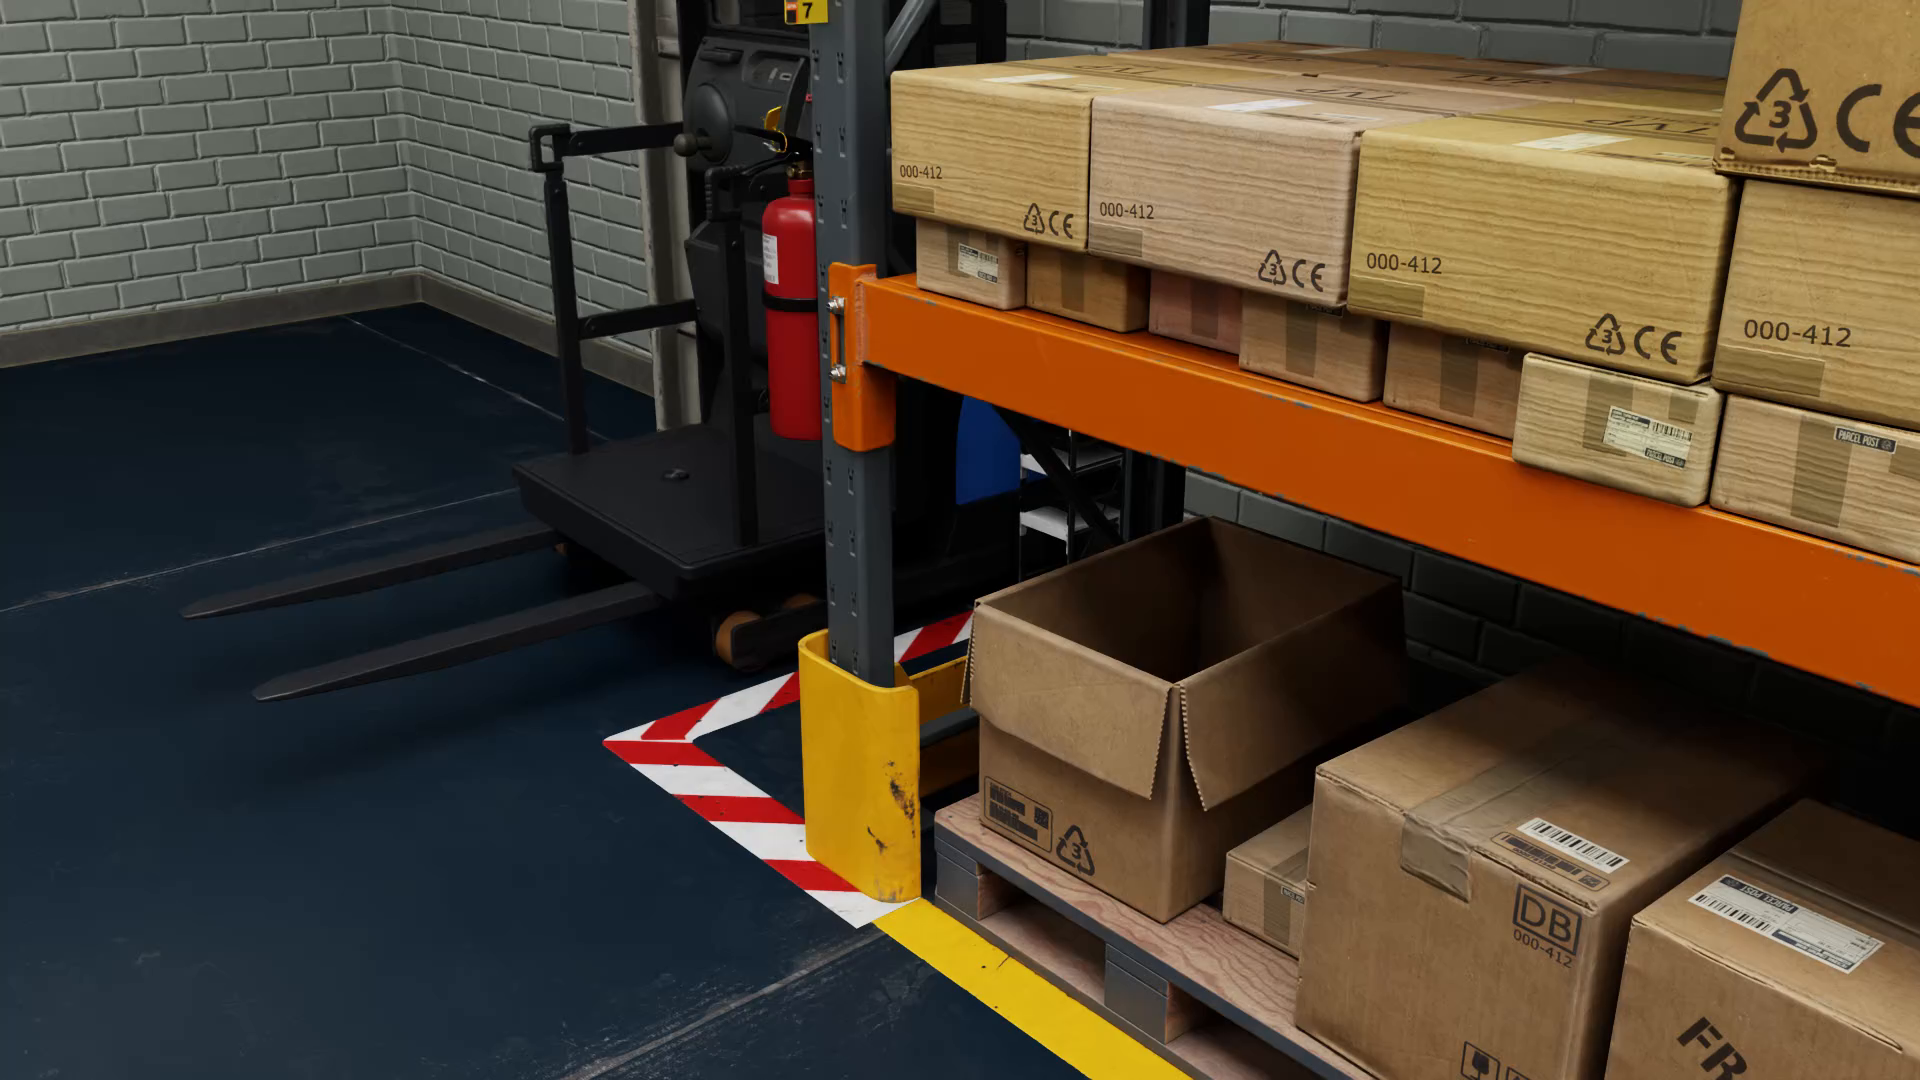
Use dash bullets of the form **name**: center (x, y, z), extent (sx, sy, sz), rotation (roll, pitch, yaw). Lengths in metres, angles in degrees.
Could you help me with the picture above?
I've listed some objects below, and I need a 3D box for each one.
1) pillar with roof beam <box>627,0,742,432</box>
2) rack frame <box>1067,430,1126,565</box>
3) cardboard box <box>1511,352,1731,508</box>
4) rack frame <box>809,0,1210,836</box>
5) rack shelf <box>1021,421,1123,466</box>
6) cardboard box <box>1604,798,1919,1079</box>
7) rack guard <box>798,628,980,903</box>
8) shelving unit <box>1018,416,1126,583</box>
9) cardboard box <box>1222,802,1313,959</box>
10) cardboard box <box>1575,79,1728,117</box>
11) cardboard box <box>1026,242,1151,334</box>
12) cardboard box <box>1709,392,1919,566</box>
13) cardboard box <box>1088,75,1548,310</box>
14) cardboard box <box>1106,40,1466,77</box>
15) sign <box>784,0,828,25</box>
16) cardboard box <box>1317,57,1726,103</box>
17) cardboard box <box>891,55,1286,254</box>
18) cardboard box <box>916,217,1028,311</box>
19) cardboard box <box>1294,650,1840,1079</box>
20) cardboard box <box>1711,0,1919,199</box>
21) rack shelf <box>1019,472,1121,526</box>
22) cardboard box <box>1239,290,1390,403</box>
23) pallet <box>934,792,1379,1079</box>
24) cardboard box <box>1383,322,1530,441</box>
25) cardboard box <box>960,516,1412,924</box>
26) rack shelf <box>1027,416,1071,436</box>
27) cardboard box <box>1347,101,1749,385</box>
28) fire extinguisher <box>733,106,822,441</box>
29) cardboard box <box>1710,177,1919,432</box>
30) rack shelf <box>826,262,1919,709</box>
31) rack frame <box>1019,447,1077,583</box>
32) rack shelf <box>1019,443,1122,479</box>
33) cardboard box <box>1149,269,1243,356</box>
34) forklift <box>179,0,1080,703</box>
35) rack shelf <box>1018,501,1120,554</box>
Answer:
- **pillar with roof beam**: center (-4.206, -3.553, 2.217), extent (9.100, 9.000, 0.400), rotation (-17, 27, -37)
- **rack frame**: center (0.404, -0.222, 4.816), extent (0.240, 0.900, 0.006), rotation (-18, 28, -38)
- **cardboard box**: center (0.943, -0.184, 2.186), extent (0.380, 0.149, 0.250), rotation (-18, 28, -39)
- **rack frame**: center (0.133, -0.825, 3.478), extent (1.000, 3.000, 0.127), rotation (-17, 27, -37)
- **rack shelf**: center (0.337, -0.302, 4.866), extent (0.258, 0.077, 0.200), rotation (-18, 28, -38)
- **cardboard box**: center (1.258, 0.750, 2.308), extent (0.500, 0.500, 0.500), rotation (-17, 27, -36)
- **rack guard**: center (0.182, 0.360, 3.880), extent (1.175, 0.500, 0.348), rotation (-17, 27, -37)
- **shelving unit**: center (0.337, -0.249, 4.887), extent (0.258, 0.900, 0.210), rotation (-18, 28, -38)
- **cardboard box**: center (0.708, 0.625, 3.109), extent (0.380, 0.149, 0.250), rotation (-19, 28, -39)
- **cardboard box**: center (1.289, -0.549, 2.571), extent (0.500, 0.250, 0.500), rotation (-16, 27, -36)
- **cardboard box**: center (0.341, -0.493, 2.974), extent (0.380, 0.149, 0.250), rotation (-17, 27, -36)
- **cardboard box**: center (1.130, -0.116, 2.013), extent (0.380, 0.149, 0.250), rotation (-17, 27, -36)
- **cardboard box**: center (0.554, -0.565, 2.612), extent (0.500, 0.250, 0.500), rotation (-17, 27, -37)
- **cardboard box**: center (0.634, -0.830, 3.288), extent (0.500, 0.250, 0.500), rotation (-16, 27, -36)
- **sign**: center (-0.278, -1.099, 2.990), extent (0.100, 0.325, 0.005), rotation (-17, 27, -37)
- **cardboard box**: center (0.970, -0.687, 2.923), extent (0.500, 0.250, 0.500), rotation (-17, 27, -37)
- **cardboard box**: center (0.225, -0.704, 2.967), extent (0.500, 0.250, 0.500), rotation (-17, 27, -37)
- **cardboard box**: center (0.139, -0.552, 3.125), extent (0.380, 0.149, 0.250), rotation (-18, 27, -38)
- **cardboard box**: center (0.989, 0.580, 2.741), extent (0.700, 0.500, 0.500), rotation (-16, 27, -35)
- **cardboard box**: center (1.204, -0.639, 1.772), extent (0.500, 0.500, 0.500), rotation (-17, 27, -36)
- **rack shelf**: center (0.337, -0.134, 4.932), extent (0.258, 0.077, 0.200), rotation (-18, 28, -38)
- **cardboard box**: center (0.657, -0.344, 2.594), extent (0.380, 0.149, 0.250), rotation (-16, 27, -36)
- **pallet**: center (0.703, 0.714, 3.371), extent (1.003, 0.211, 1.213), rotation (-17, 27, -37)
- **cardboard box**: center (0.835, -0.272, 2.410), extent (0.380, 0.149, 0.250), rotation (-17, 27, -37)
- **cardboard box**: center (0.460, 0.333, 3.367), extent (0.797, 0.503, 0.637), rotation (-19, 28, -39)
- **rack shelf**: center (0.337, -0.386, 4.833), extent (0.258, 0.077, 0.200), rotation (-18, 28, -38)
- **cardboard box**: center (0.887, -0.426, 2.256), extent (0.500, 0.250, 0.500), rotation (-18, 28, -38)
- **fire extinguisher**: center (-0.313, -0.546, 3.383), extent (0.296, 0.674, 0.183), rotation (-17, 27, -37)
- **cardboard box**: center (1.237, -0.290, 1.908), extent (0.500, 0.250, 0.500), rotation (-18, 28, -39)
- **rack shelf**: center (1.438, 0.062, 2.198), extent (1.077, 0.370, 4.000), rotation (-17, 27, -37)
- **rack frame**: center (0.269, -0.277, 4.957), extent (0.240, 0.900, 0.006), rotation (-18, 28, -38)
- **rack shelf**: center (0.337, -0.218, 4.899), extent (0.258, 0.077, 0.200), rotation (-18, 28, -38)
- **cardboard box**: center (0.538, -0.428, 2.809), extent (0.380, 0.149, 0.250), rotation (-18, 28, -38)
- **forklift**: center (-0.675, -1.219, 4.577), extent (3.031, 2.935, 1.130), rotation (-16, 27, -36)
- **rack shelf**: center (0.337, -0.051, 4.964), extent (0.258, 0.077, 0.200), rotation (-18, 28, -38)
